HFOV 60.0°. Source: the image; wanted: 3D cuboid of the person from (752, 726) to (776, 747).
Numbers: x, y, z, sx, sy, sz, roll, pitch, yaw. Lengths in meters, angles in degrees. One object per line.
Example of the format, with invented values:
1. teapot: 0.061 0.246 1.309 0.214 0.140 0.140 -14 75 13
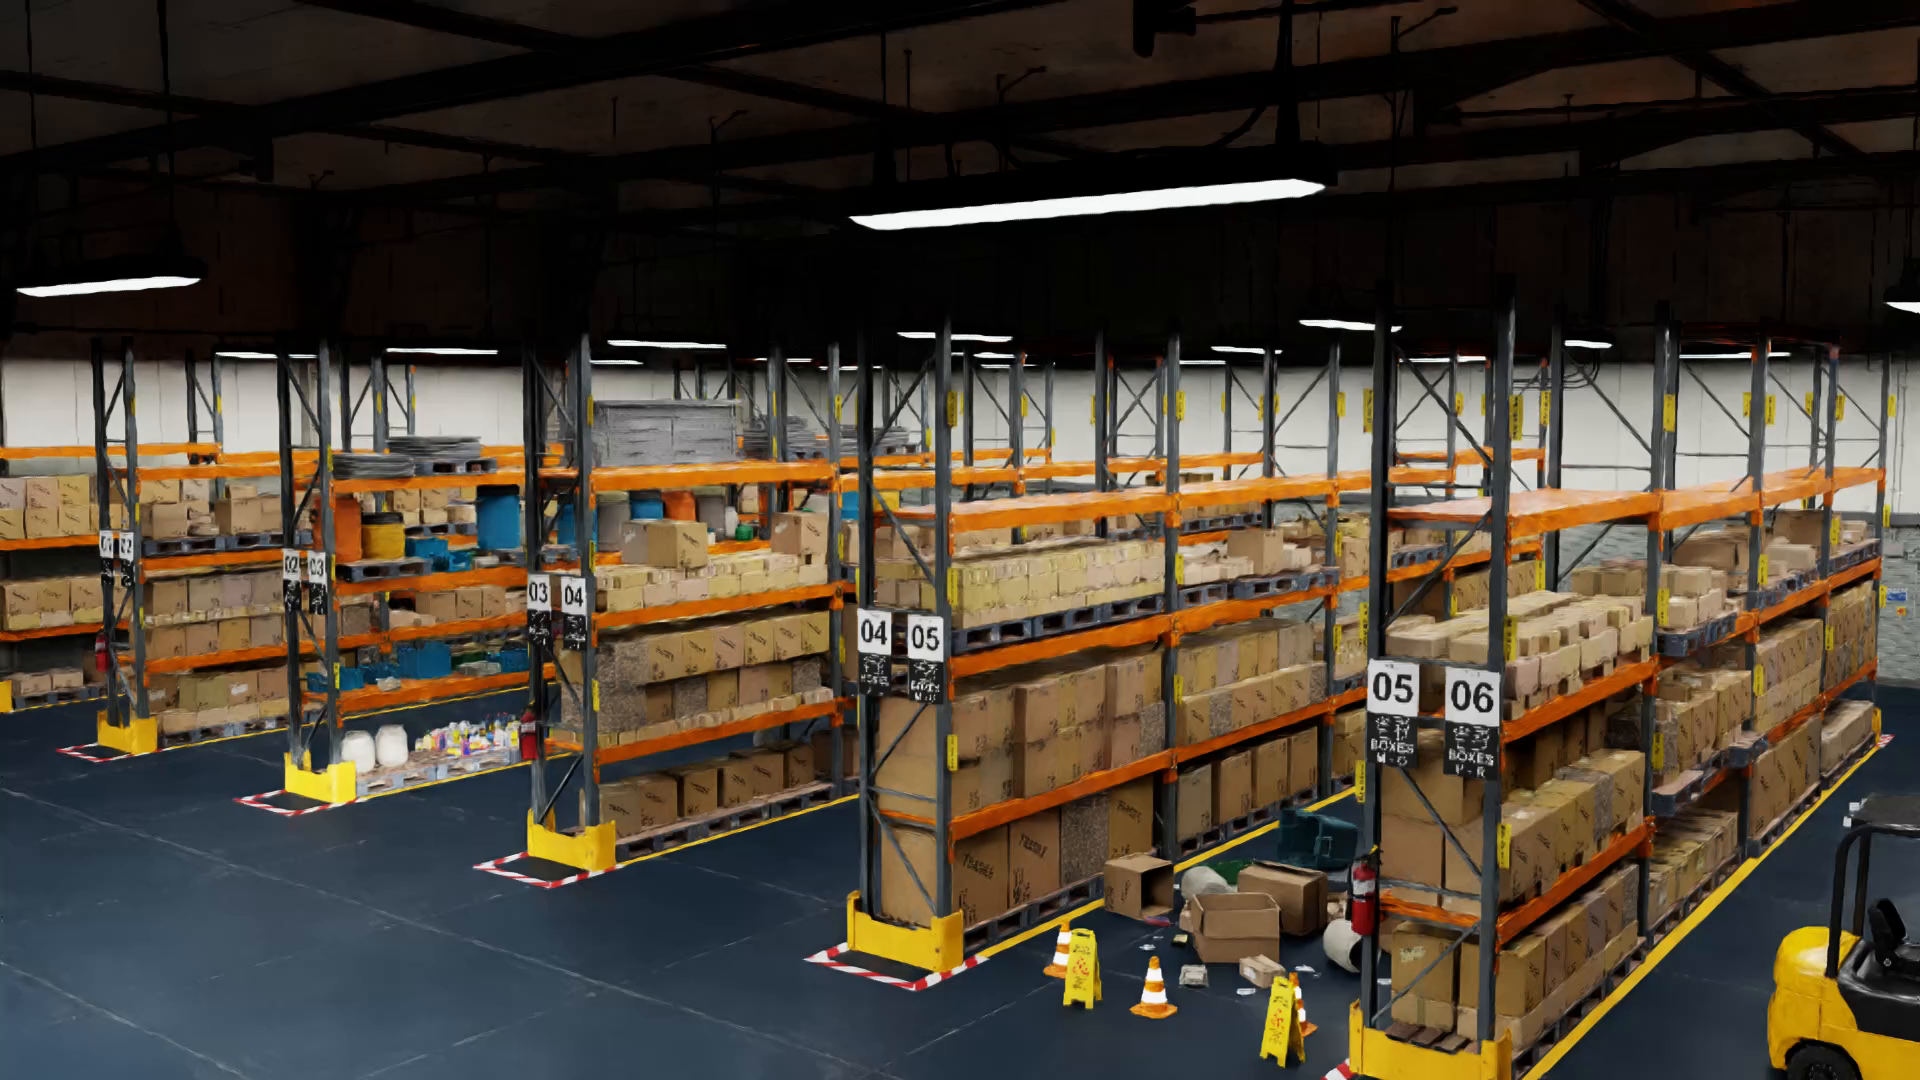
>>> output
1. person: -2.715 2.382 22.861 0.630 1.605 0.804 5 7 43

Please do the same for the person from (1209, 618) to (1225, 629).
1. person: 4.215 1.962 26.951 0.535 1.725 1.029 4 6 36

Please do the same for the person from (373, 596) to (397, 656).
1. person: -10.202 1.791 29.586 0.580 1.618 0.507 4 6 36
